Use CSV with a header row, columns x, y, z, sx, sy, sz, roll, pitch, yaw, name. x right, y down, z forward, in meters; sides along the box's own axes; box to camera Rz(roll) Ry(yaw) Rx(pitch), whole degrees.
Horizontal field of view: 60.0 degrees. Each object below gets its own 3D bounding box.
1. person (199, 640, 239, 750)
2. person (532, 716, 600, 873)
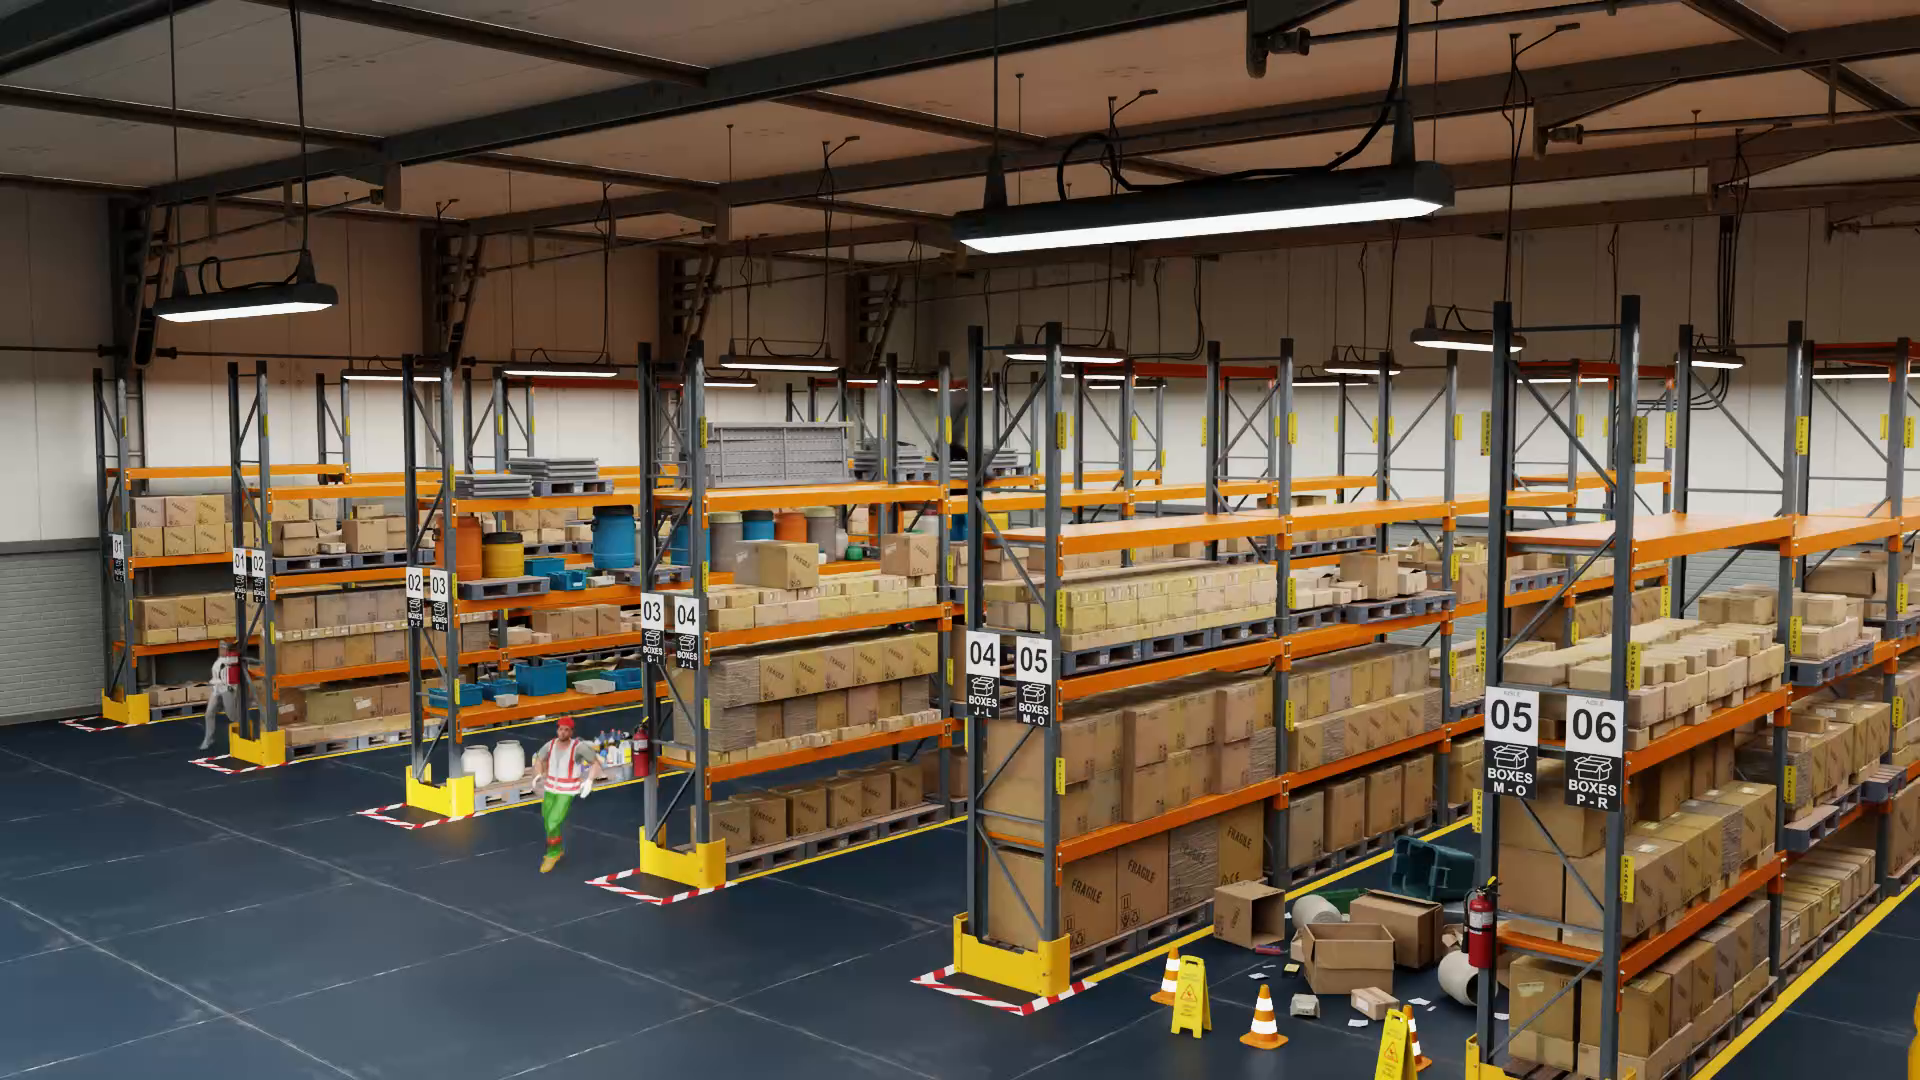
x,y,z,sx,sy,sz,roll,pitch,yaw,name
-11.518,2.418,26.141,0.624,1.728,0.835,2,5,31,person
-4.548,2.895,19.014,0.718,1.780,0.673,1,4,19,person
